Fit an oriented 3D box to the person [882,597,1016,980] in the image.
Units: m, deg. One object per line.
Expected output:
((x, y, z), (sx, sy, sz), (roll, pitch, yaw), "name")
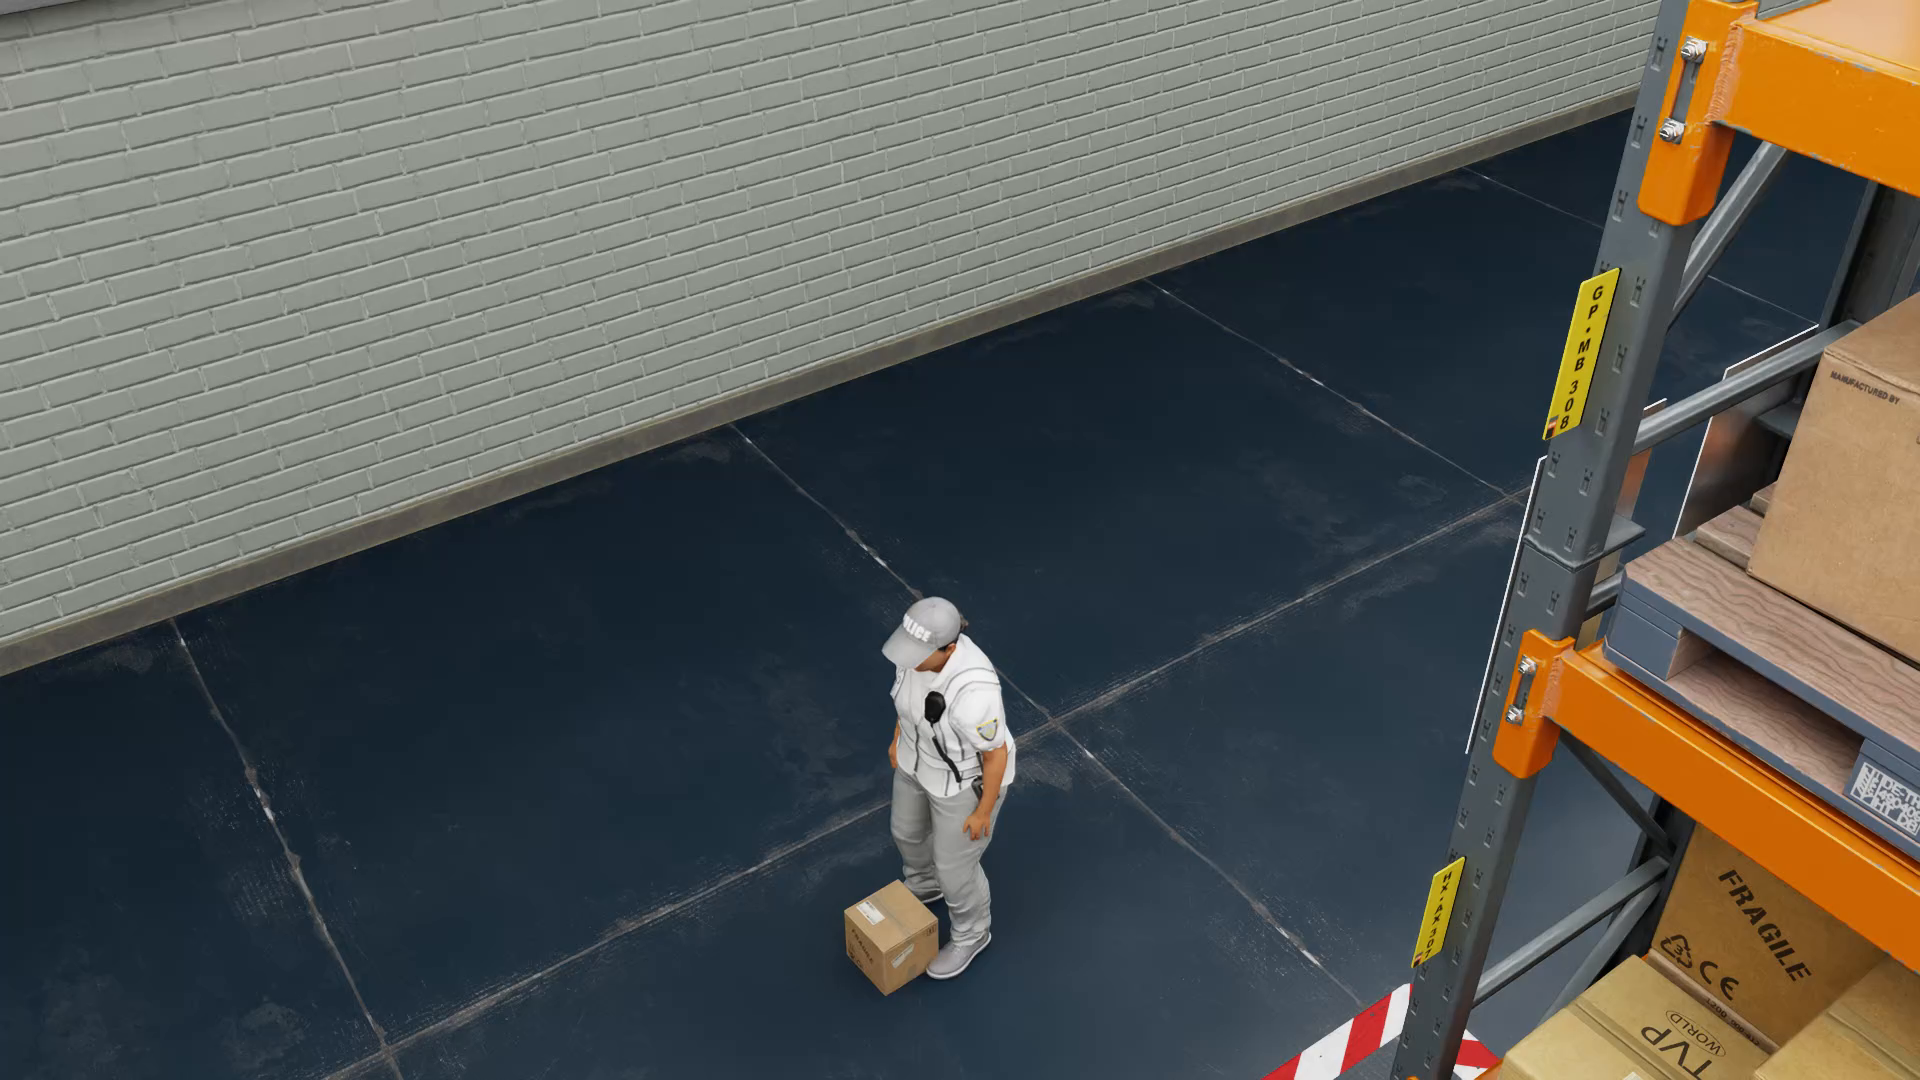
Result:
((-0.075, 0.832, 5.875), (0.468, 1.665, 0.558), (-25, 43, -30), "person")
